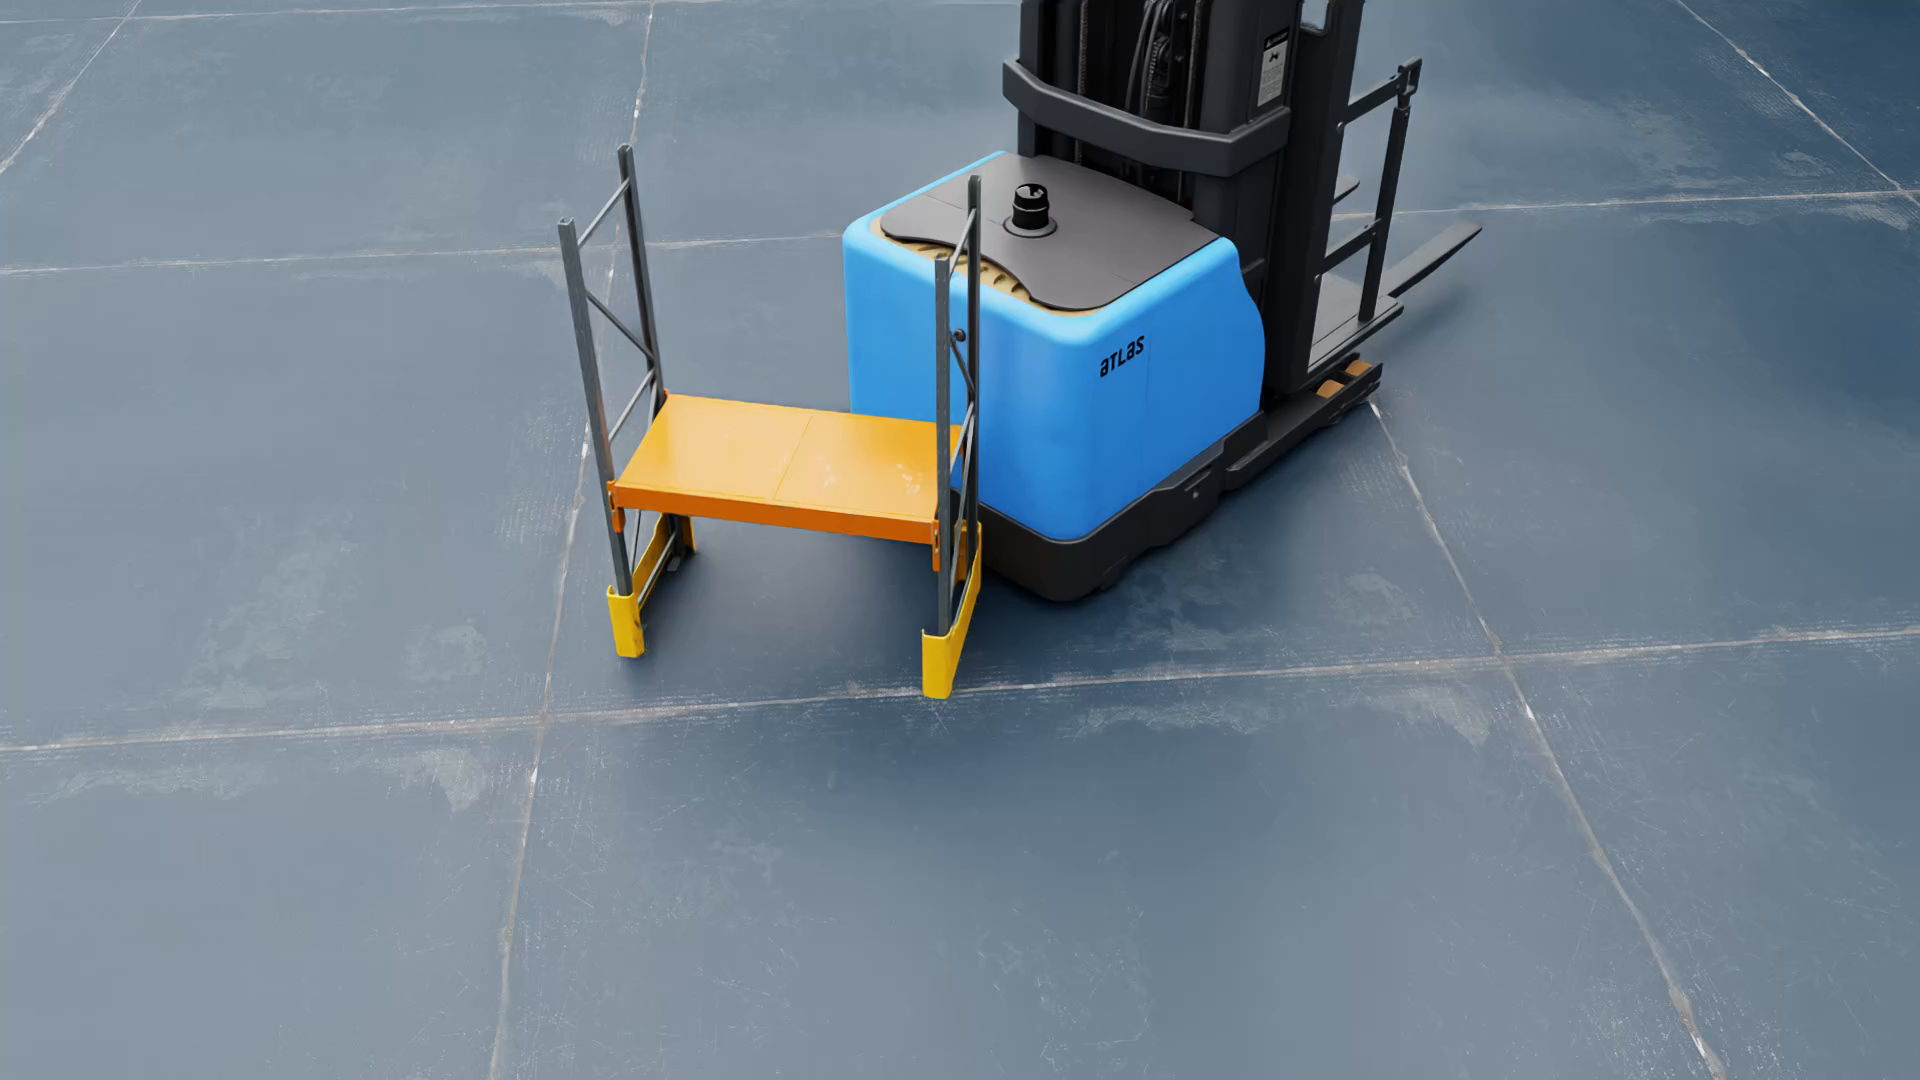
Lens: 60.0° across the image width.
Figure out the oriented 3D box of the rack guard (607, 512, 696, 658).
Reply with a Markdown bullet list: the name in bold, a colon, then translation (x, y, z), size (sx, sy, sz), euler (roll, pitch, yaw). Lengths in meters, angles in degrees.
- **rack guard**: translation (-1.000, 0.096, 5.426), size (0.087, 0.250, 0.587), euler (7, 39, 9)

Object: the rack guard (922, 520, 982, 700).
- **rack guard**: translation (-0.022, 0.213, 5.279), size (0.087, 0.250, 0.587), euler (7, 39, 9)

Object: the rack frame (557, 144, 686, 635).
- **rack frame**: translation (-1.001, -0.395, 5.039), size (0.032, 1.500, 0.500), euler (7, 39, 9)

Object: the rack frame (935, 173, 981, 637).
- **rack frame**: translation (-0.003, -0.276, 4.889), size (0.032, 1.500, 0.500), euler (7, 39, 9)

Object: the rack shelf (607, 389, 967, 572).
- **rack shelf**: translation (-0.502, -0.194, 5.075), size (1.000, 0.185, 0.538), euler (7, 39, 9)

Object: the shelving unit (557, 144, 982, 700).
- **shelving unit**: translation (-0.511, -0.336, 4.965), size (1.083, 1.500, 0.587), euler (7, 39, 9)

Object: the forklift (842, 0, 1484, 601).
- **forklift**: translation (0.973, -1.779, 5.638), size (1.130, 2.935, 3.031), euler (29, 47, 32)
